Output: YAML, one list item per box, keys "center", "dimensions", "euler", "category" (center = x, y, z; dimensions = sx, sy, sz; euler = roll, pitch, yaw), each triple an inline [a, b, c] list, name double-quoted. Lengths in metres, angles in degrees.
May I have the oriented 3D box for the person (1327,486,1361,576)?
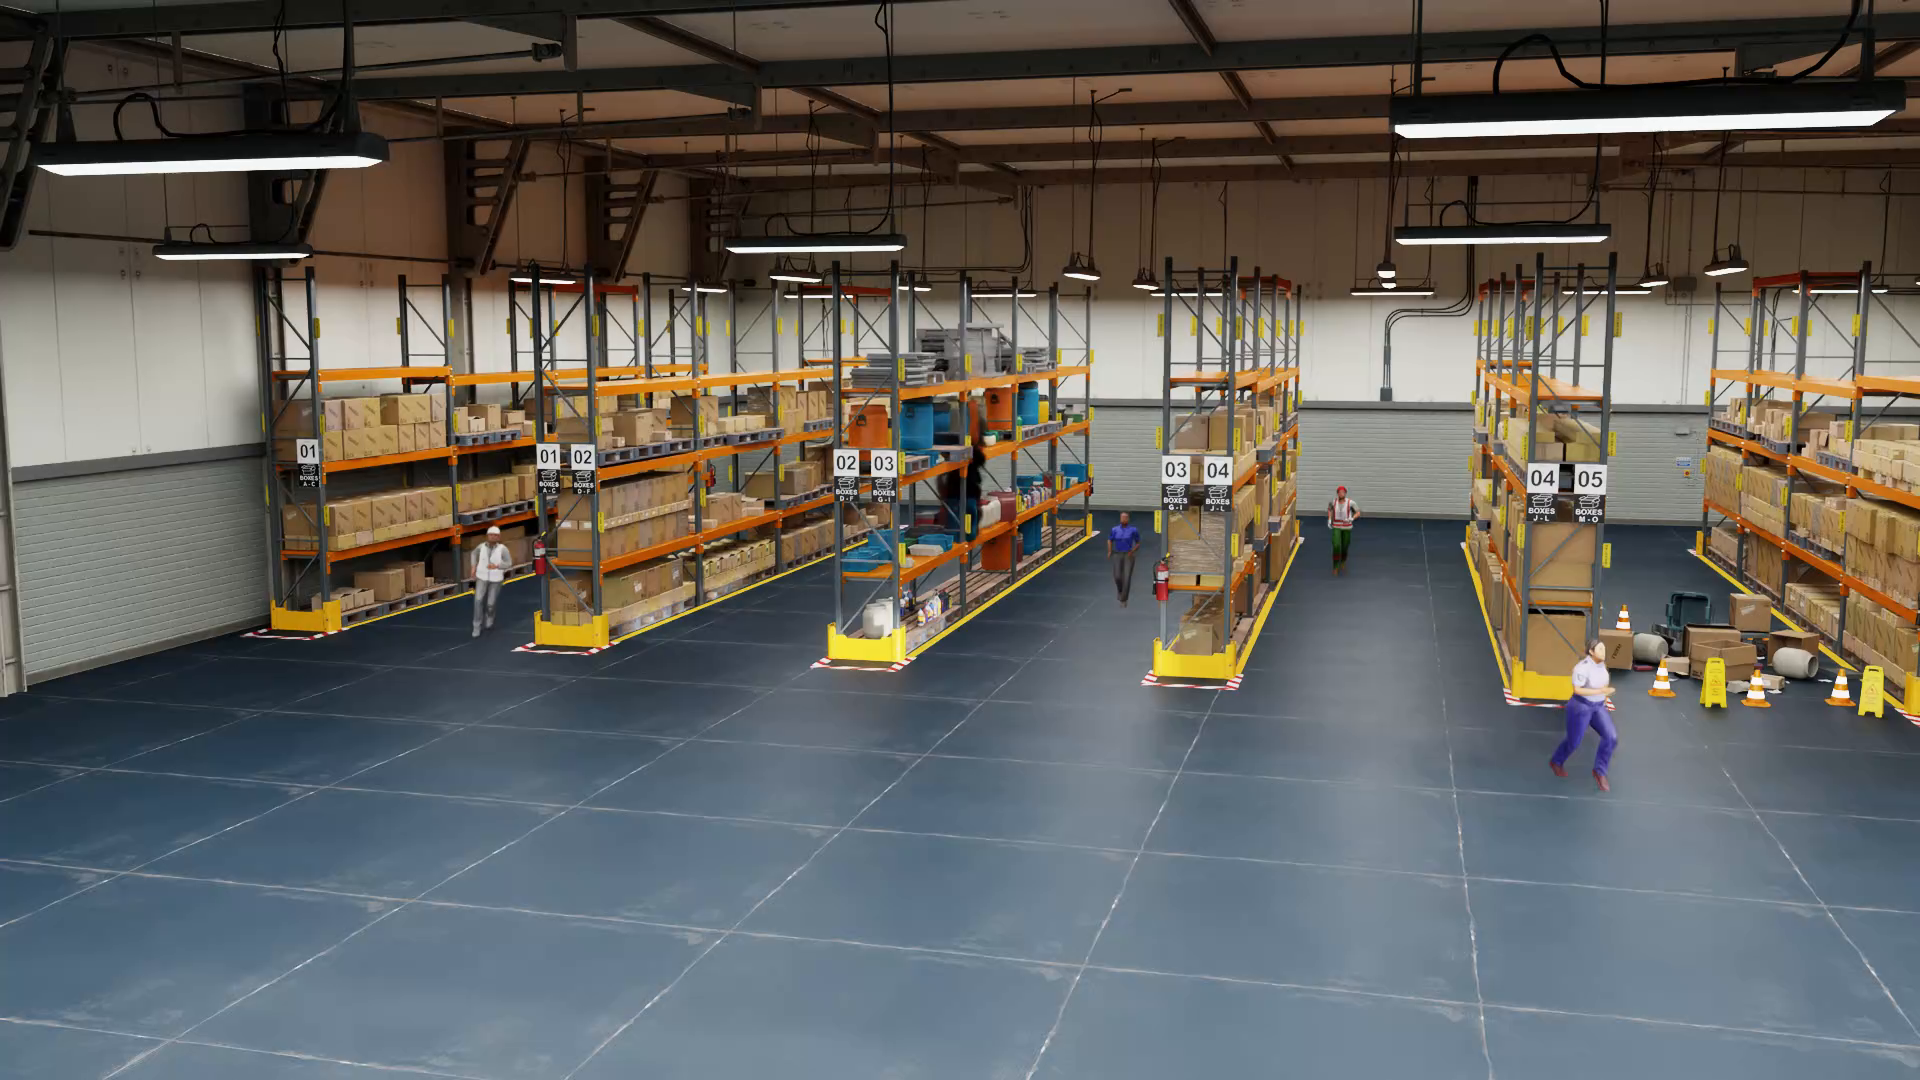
- center: [7.866, -0.199, 34.127]
  dimensions: [0.684, 1.847, 0.752]
  euler: [2, 8, 19]
  category: "person"

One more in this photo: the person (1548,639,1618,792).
- center: [6.853, 1.894, 18.271]
  dimensions: [0.626, 1.687, 0.829]
  euler: [-4, 8, -31]
  category: "person"

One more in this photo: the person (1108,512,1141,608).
- center: [2.791, 0.335, 28.371]
  dimensions: [0.586, 1.641, 0.504]
  euler: [1, 7, 12]
  category: "person"

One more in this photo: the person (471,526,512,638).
- center: [-7.738, 0.663, 27.473]
  dimensions: [0.680, 1.800, 0.886]
  euler: [-1, 7, -10]
  category: "person"
